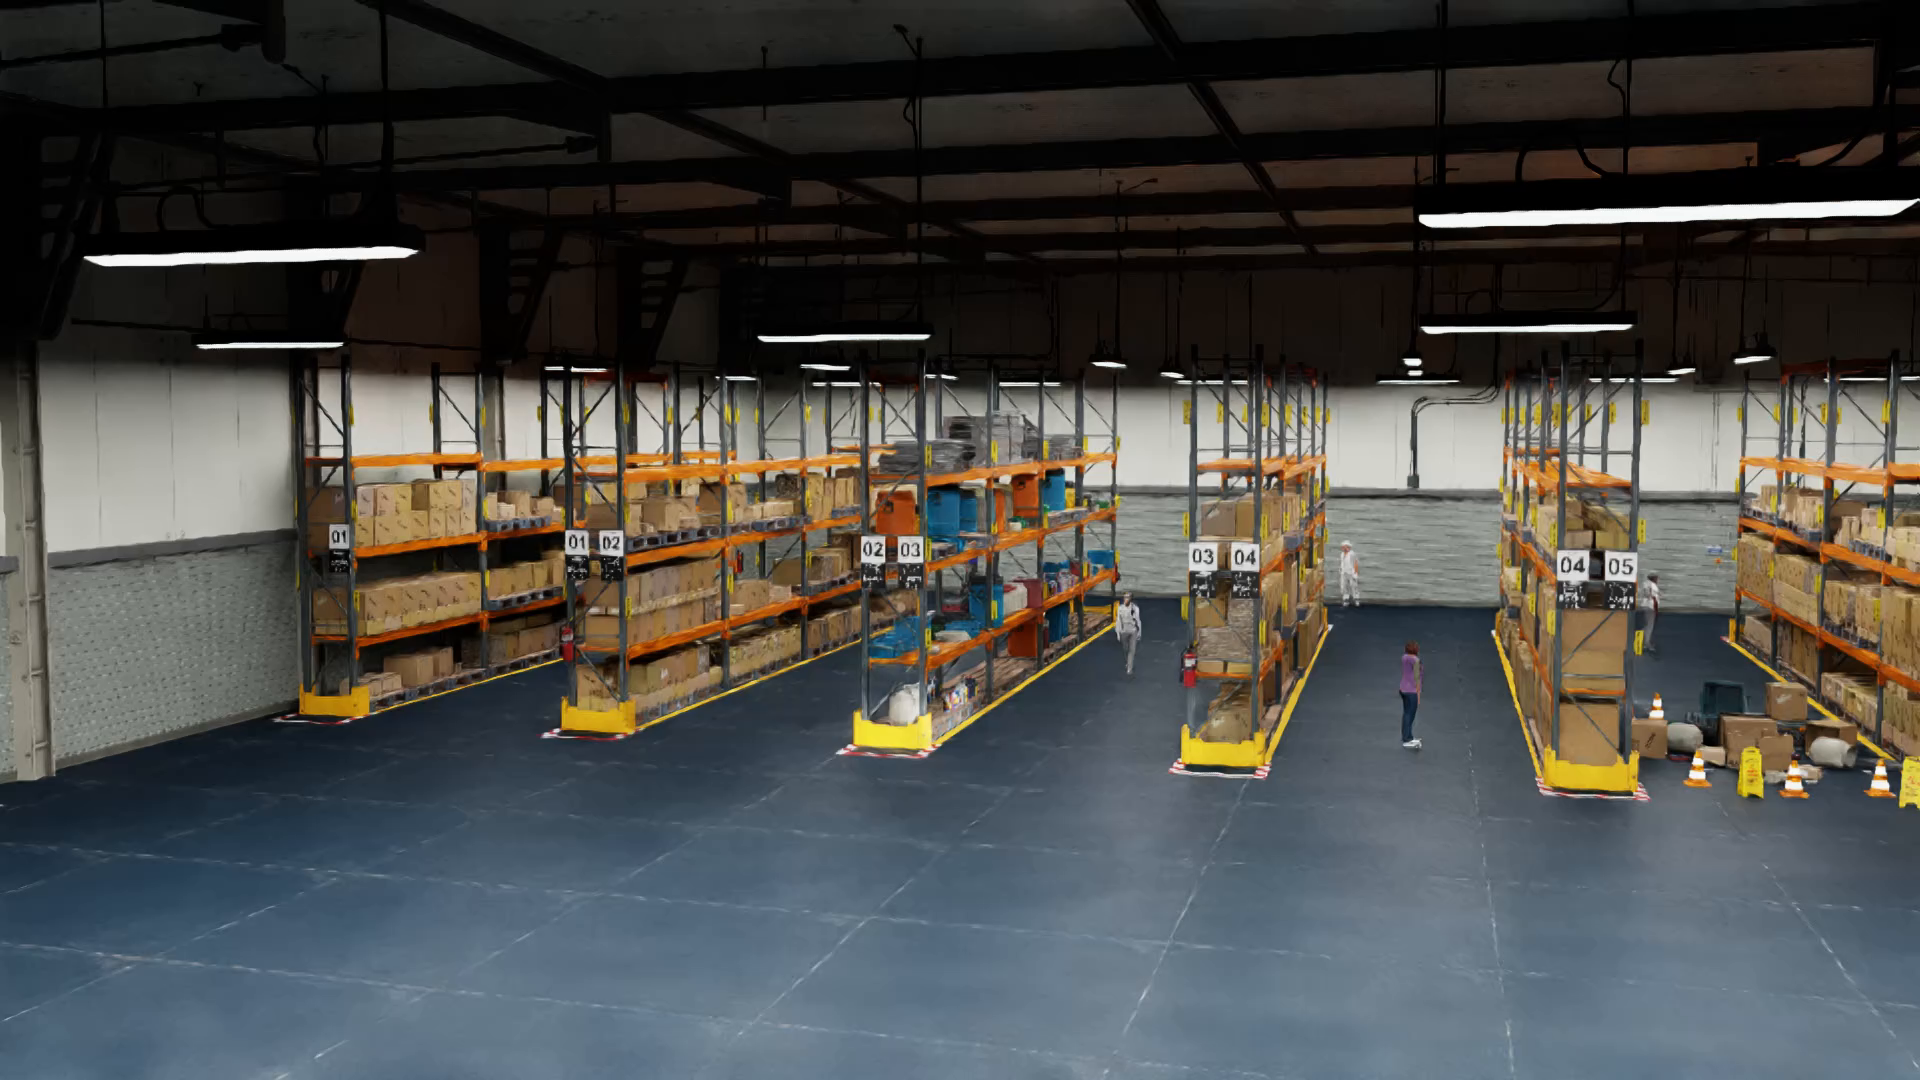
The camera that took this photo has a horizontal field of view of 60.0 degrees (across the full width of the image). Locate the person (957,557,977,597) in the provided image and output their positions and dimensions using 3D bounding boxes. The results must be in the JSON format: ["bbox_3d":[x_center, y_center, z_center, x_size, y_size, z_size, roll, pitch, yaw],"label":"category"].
[{"bbox_3d":[0.220,0.745,45.661,0.626,1.651,0.440,-4,6,-40],"label":"person"}]

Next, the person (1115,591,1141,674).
[{"bbox_3d":[3.254,1.766,32.320,0.495,1.589,1.086,1,5,18],"label":"person"}]

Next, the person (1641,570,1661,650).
[{"bbox_3d":[14.788,1.490,35.572,0.346,1.682,0.540,0,4,1],"label":"person"}]

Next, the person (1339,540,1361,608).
[{"bbox_3d":[10.136,0.884,43.202,0.574,1.775,0.575,-3,5,-38],"label":"person"}]

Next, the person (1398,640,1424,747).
[{"bbox_3d":[6.837,2.308,25.137,0.406,1.600,0.468,-1,4,-15],"label":"person"}]
